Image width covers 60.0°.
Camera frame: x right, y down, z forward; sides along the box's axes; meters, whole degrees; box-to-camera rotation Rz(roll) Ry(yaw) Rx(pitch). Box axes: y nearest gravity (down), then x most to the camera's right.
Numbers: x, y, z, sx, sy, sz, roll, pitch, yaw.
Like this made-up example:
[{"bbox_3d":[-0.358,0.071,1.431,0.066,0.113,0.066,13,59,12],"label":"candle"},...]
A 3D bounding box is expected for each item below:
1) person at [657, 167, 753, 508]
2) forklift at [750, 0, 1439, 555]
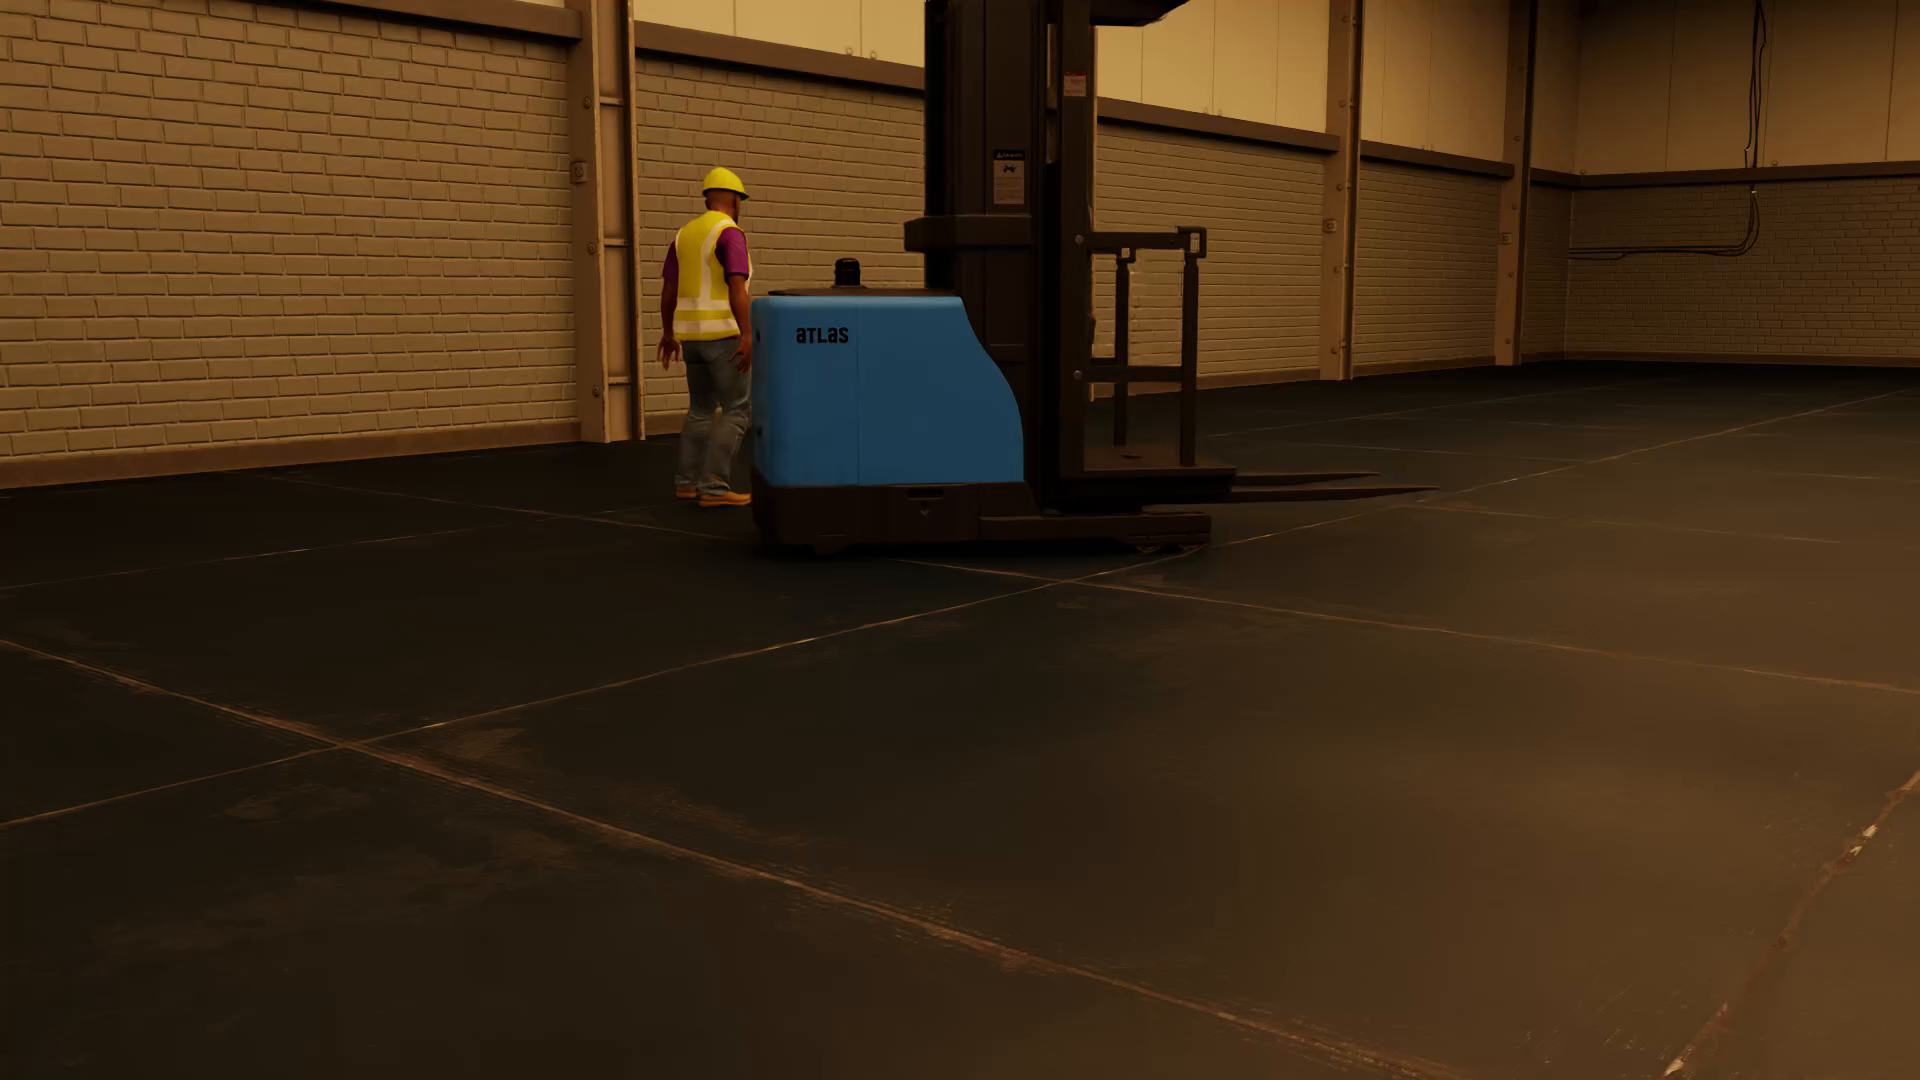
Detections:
[{"bbox_3d":[-1.258,-1.054,8.635,0.449,1.731,0.871,-8,12,-43],"label":"person"},{"bbox_3d":[0.609,-1.471,7.332,3.031,2.935,1.130,-2,8,-11],"label":"forklift"}]
